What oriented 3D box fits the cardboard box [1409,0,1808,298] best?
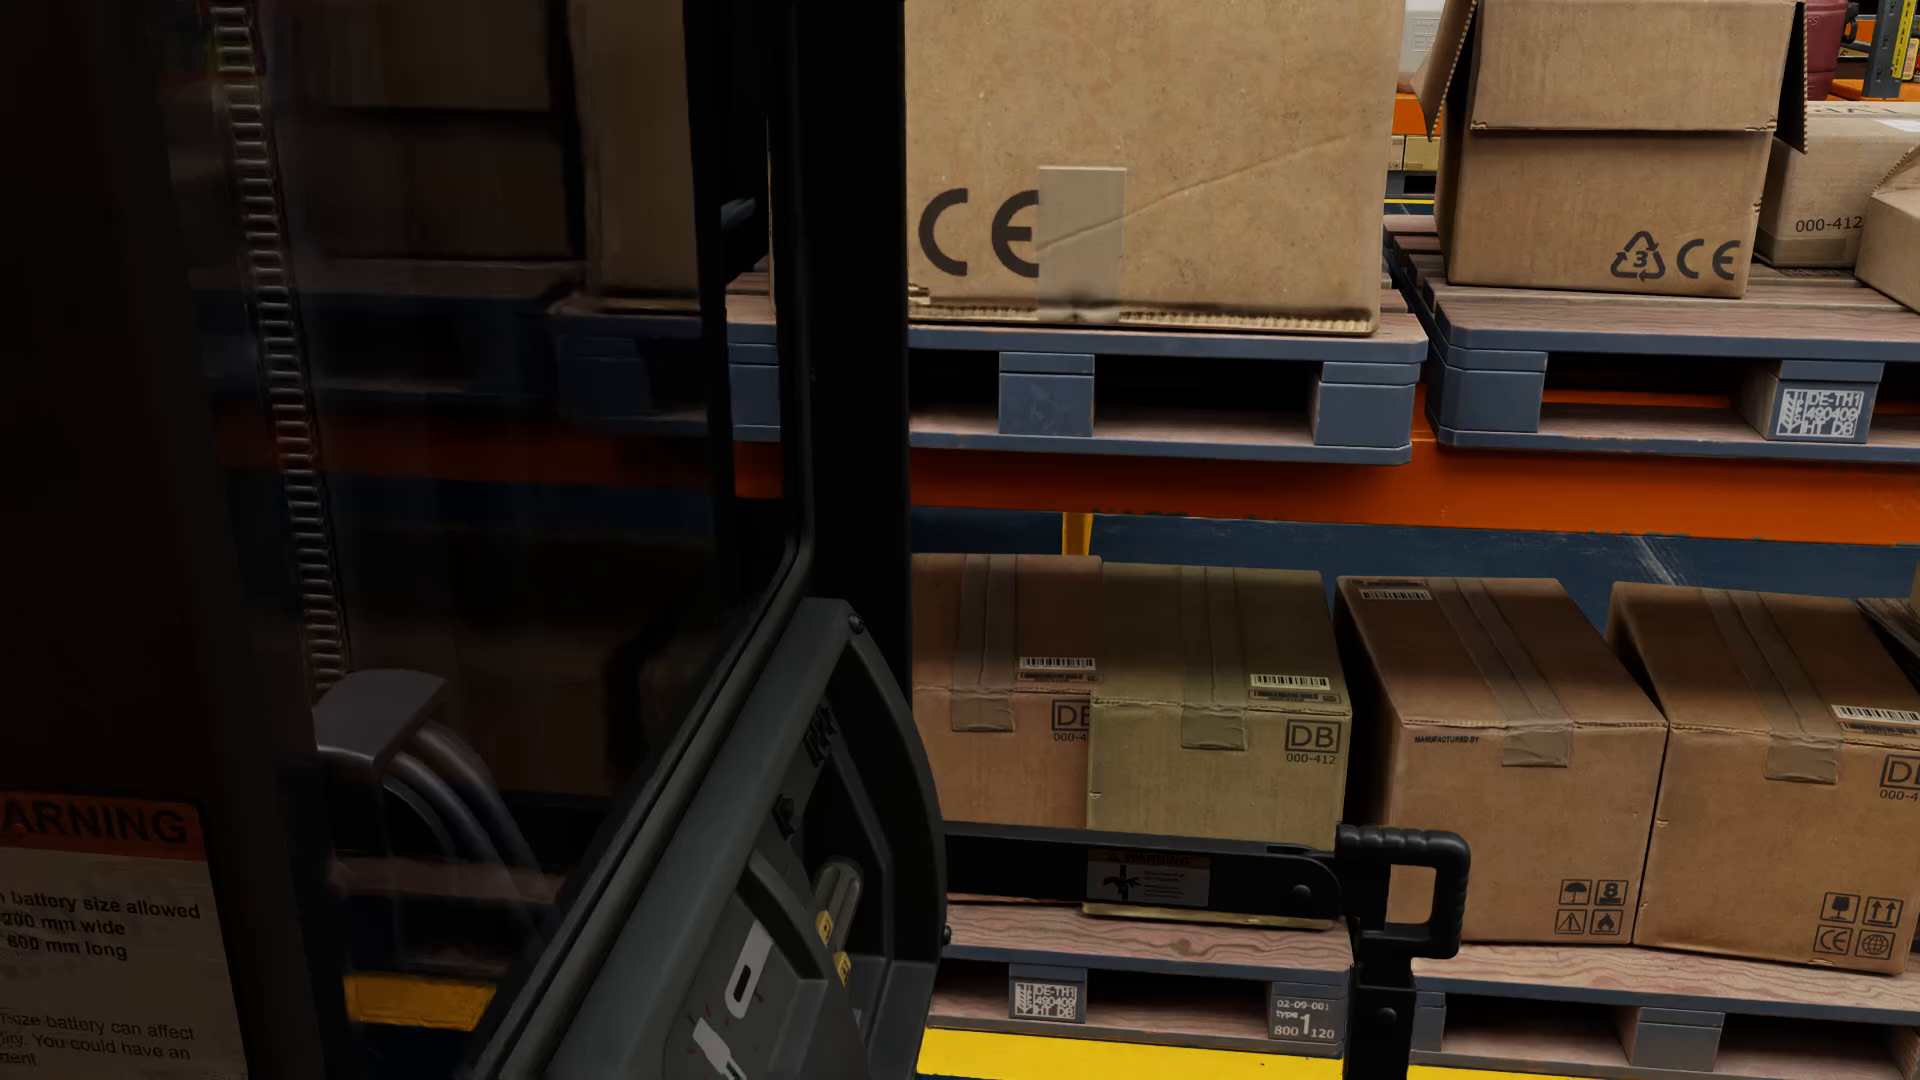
[{"bbox_3d":[1.192,-0.803,3.180,0.637,0.503,0.797,5,22,12],"label":"cardboard box"}]

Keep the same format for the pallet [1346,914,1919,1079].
[{"bbox_3d":[1.448,0.781,3.678,1.213,0.211,1.003,2,22,6],"label":"pallet"}]

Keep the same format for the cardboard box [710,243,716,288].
[{"bbox_3d":[-0.718,-0.603,3.728,0.250,0.149,0.380,2,22,6],"label":"cardboard box"}]

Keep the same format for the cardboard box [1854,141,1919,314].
[{"bbox_3d":[1.744,-0.534,2.823,0.258,0.266,0.396,2,22,5],"label":"cardboard box"}]

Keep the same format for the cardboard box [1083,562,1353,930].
[{"bbox_3d":[0.539,0.419,3.603,0.500,0.500,0.700,2,22,6],"label":"cardboard box"}]

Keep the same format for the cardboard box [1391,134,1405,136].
[{"bbox_3d":[3.035,-3.198,12.355,0.500,0.311,0.500,2,22,6],"label":"cardboard box"}]

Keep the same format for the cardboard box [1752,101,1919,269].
[{"bbox_3d":[1.795,-0.710,3.289,0.500,0.250,0.500,2,22,5],"label":"cardboard box"}]

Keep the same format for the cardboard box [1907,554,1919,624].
[{"bbox_3d":[2.235,0.144,3.278,0.500,0.250,0.500,5,22,12],"label":"cardboard box"}]

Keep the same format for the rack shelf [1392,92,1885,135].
[{"bbox_3d":[2.029,-1.988,7.868,4.000,0.370,1.077,2,22,6],"label":"rack shelf"}]

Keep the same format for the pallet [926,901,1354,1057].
[{"bbox_3d":[0.233,0.729,3.809,1.213,0.211,1.003,2,22,6],"label":"pallet"}]

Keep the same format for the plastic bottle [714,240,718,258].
[{"bbox_3d":[-1.312,-1.505,8.774,0.135,0.276,0.152,2,22,6],"label":"plastic bottle"}]

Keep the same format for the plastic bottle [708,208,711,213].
[{"bbox_3d":[-1.320,-1.595,8.900,0.185,0.351,0.144,2,22,6],"label":"plastic bottle"}]

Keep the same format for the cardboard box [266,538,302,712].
[{"bbox_3d":[-1.502,0.312,3.899,0.500,0.500,0.500,10,24,23],"label":"cardboard box"}]

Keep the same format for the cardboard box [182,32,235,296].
[{"bbox_3d":[-1.472,-0.863,3.501,0.500,0.500,0.875,2,22,6],"label":"cardboard box"}]

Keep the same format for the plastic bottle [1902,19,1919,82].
[{"bbox_3d":[4.467,-2.320,7.888,0.133,0.283,0.061,2,22,6],"label":"plastic bottle"}]

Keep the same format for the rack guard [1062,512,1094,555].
[{"bbox_3d":[0.419,-0.098,5.848,0.087,0.250,0.587,2,22,6],"label":"rack guard"}]

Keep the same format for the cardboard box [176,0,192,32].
[{"bbox_3d":[-1.516,-1.191,2.972,0.500,0.500,0.500,2,22,6],"label":"cardboard box"}]

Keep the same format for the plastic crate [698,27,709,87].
[{"bbox_3d":[-1.088,-2.289,7.852,0.616,0.251,0.499,2,22,6],"label":"plastic crate"}]

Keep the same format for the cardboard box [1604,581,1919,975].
[{"bbox_3d":[1.648,0.467,3.481,0.500,0.500,0.700,4,22,11],"label":"cardboard box"}]

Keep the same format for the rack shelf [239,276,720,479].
[{"bbox_3d":[-2.526,-0.353,3.732,4.000,0.370,1.077,2,22,6],"label":"rack shelf"}]

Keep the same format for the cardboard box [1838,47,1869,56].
[{"bbox_3d":[8.492,-4.857,16.497,0.750,0.750,0.750,3,22,7],"label":"cardboard box"}]

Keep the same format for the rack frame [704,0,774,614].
[{"bbox_3d":[-0.540,-0.601,3.381,0.127,3.000,1.000,2,22,6],"label":"rack frame"}]

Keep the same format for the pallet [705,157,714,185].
[{"bbox_3d":[-1.370,-3.023,13.298,1.213,0.211,1.003,2,22,6],"label":"pallet"}]

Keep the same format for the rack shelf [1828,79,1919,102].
[{"bbox_3d":[6.001,-1.815,7.430,4.000,0.370,1.077,2,22,6],"label":"rack shelf"}]

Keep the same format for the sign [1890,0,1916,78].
[{"bbox_3d":[3.957,-2.111,6.978,0.005,0.325,0.100,2,22,6],"label":"sign"}]

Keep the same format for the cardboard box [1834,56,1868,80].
[{"bbox_3d":[6.631,-3.437,12.336,0.500,0.250,0.500,2,22,5],"label":"cardboard box"}]

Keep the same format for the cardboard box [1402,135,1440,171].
[{"bbox_3d":[3.538,-2.916,12.405,0.500,0.250,0.500,2,22,6],"label":"cardboard box"}]

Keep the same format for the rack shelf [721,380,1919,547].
[{"bbox_3d":[1.446,-0.180,3.294,4.000,0.370,1.077,2,22,6],"label":"rack shelf"}]

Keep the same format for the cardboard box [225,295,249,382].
[{"bbox_3d":[-1.277,-0.433,3.298,0.250,0.149,0.380,2,22,6],"label":"cardboard box"}]

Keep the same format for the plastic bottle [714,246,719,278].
[{"bbox_3d":[-1.142,-1.327,8.221,0.185,0.351,0.144,2,22,6],"label":"plastic bottle"}]

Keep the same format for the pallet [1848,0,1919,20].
[{"bbox_3d":[6.533,-3.873,11.918,1.213,0.211,1.003,2,22,6],"label":"pallet"}]

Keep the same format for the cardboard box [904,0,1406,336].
[{"bbox_3d":[0.232,-0.990,2.977,1.000,1.000,1.000,3,22,7],"label":"cardboard box"}]

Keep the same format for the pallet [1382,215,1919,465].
[{"bbox_3d":[1.461,-0.410,3.157,1.213,0.211,1.003,2,22,6],"label":"pallet"}]

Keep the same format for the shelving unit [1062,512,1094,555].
[{"bbox_3d":[-0.076,-0.701,5.672,1.083,1.500,0.587,2,22,6],"label":"shelving unit"}]

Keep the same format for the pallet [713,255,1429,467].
[{"bbox_3d":[0.202,-0.426,3.198,1.213,0.211,1.003,2,22,6],"label":"pallet"}]

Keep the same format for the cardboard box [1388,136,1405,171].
[{"bbox_3d":[3.039,-2.939,12.462,0.500,0.250,0.500,3,22,8],"label":"cardboard box"}]

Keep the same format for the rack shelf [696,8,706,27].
[{"bbox_3d":[-1.357,-3.970,12.880,4.000,0.370,1.077,2,22,6],"label":"rack shelf"}]

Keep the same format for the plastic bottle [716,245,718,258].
[{"bbox_3d":[-1.155,-1.334,8.331,0.133,0.283,0.061,2,22,6],"label":"plastic bottle"}]

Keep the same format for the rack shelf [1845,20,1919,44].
[{"bbox_3d":[6.588,-3.624,12.004,4.000,0.370,1.077,2,22,6],"label":"rack shelf"}]

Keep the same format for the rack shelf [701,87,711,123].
[{"bbox_3d":[-1.943,-2.162,8.306,4.000,0.370,1.077,2,22,6],"label":"rack shelf"}]

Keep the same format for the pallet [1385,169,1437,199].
[{"bbox_3d":[3.789,-2.798,12.730,1.213,0.211,1.003,2,22,6],"label":"pallet"}]

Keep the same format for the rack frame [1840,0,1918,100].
[{"bbox_3d":[4.015,-2.236,7.517,0.127,3.000,1.000,2,22,6],"label":"rack frame"}]

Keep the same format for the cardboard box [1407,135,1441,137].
[{"bbox_3d":[3.536,-3.175,12.297,0.500,0.311,0.500,2,22,5],"label":"cardboard box"}]

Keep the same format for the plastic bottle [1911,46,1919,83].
[{"bbox_3d":[4.579,-2.271,7.874,0.097,0.201,0.097,0,22,0],"label":"plastic bottle"}]

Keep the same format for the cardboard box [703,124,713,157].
[{"bbox_3d":[-1.843,-3.161,13.024,0.500,0.250,0.500,2,22,6],"label":"cardboard box"}]

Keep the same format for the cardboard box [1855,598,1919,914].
[{"bbox_3d":[2.212,0.489,3.425,0.500,0.500,0.700,1,22,2],"label":"cardboard box"}]

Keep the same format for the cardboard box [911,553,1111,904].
[{"bbox_3d":[0.067,0.391,3.672,0.500,0.500,0.700,1,22,2],"label":"cardboard box"}]

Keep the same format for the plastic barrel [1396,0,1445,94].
[{"bbox_3d":[2.125,-2.301,7.495,0.433,0.535,0.433,0,22,0],"label":"plastic barrel"}]

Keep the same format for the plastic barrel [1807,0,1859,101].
[{"bbox_3d":[3.519,-2.209,7.263,0.708,0.536,0.600,2,22,6],"label":"plastic barrel"}]

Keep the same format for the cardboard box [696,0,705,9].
[{"bbox_3d":[-1.866,-4.368,12.772,0.500,0.500,0.700,3,22,7],"label":"cardboard box"}]

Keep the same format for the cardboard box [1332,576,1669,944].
[{"bbox_3d":[1.094,0.443,3.542,0.500,0.500,0.700,1,22,2],"label":"cardboard box"}]
